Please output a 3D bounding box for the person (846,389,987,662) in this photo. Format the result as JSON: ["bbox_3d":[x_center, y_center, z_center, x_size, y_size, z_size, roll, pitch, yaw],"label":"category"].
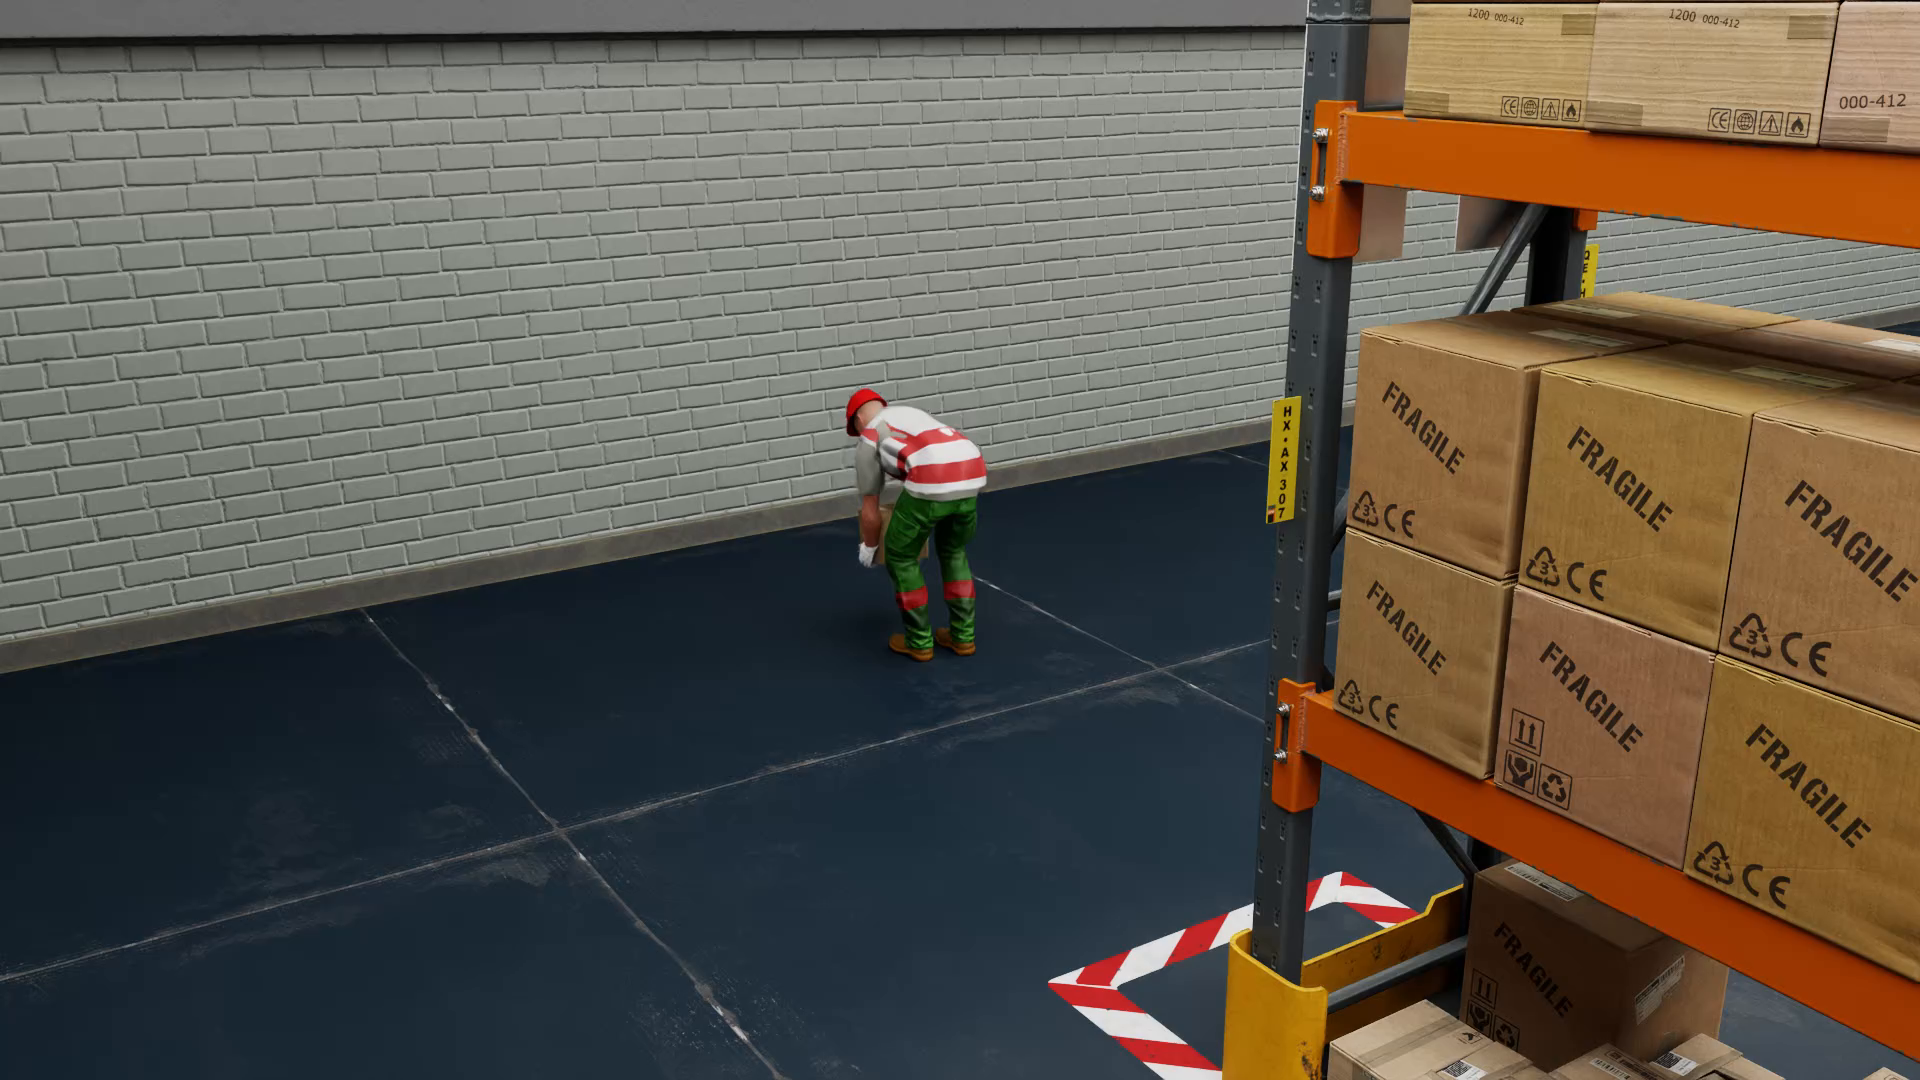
[{"bbox_3d":[-0.252,-0.083,8.195,0.486,1.218,0.949,-12,22,-33],"label":"person"}]
